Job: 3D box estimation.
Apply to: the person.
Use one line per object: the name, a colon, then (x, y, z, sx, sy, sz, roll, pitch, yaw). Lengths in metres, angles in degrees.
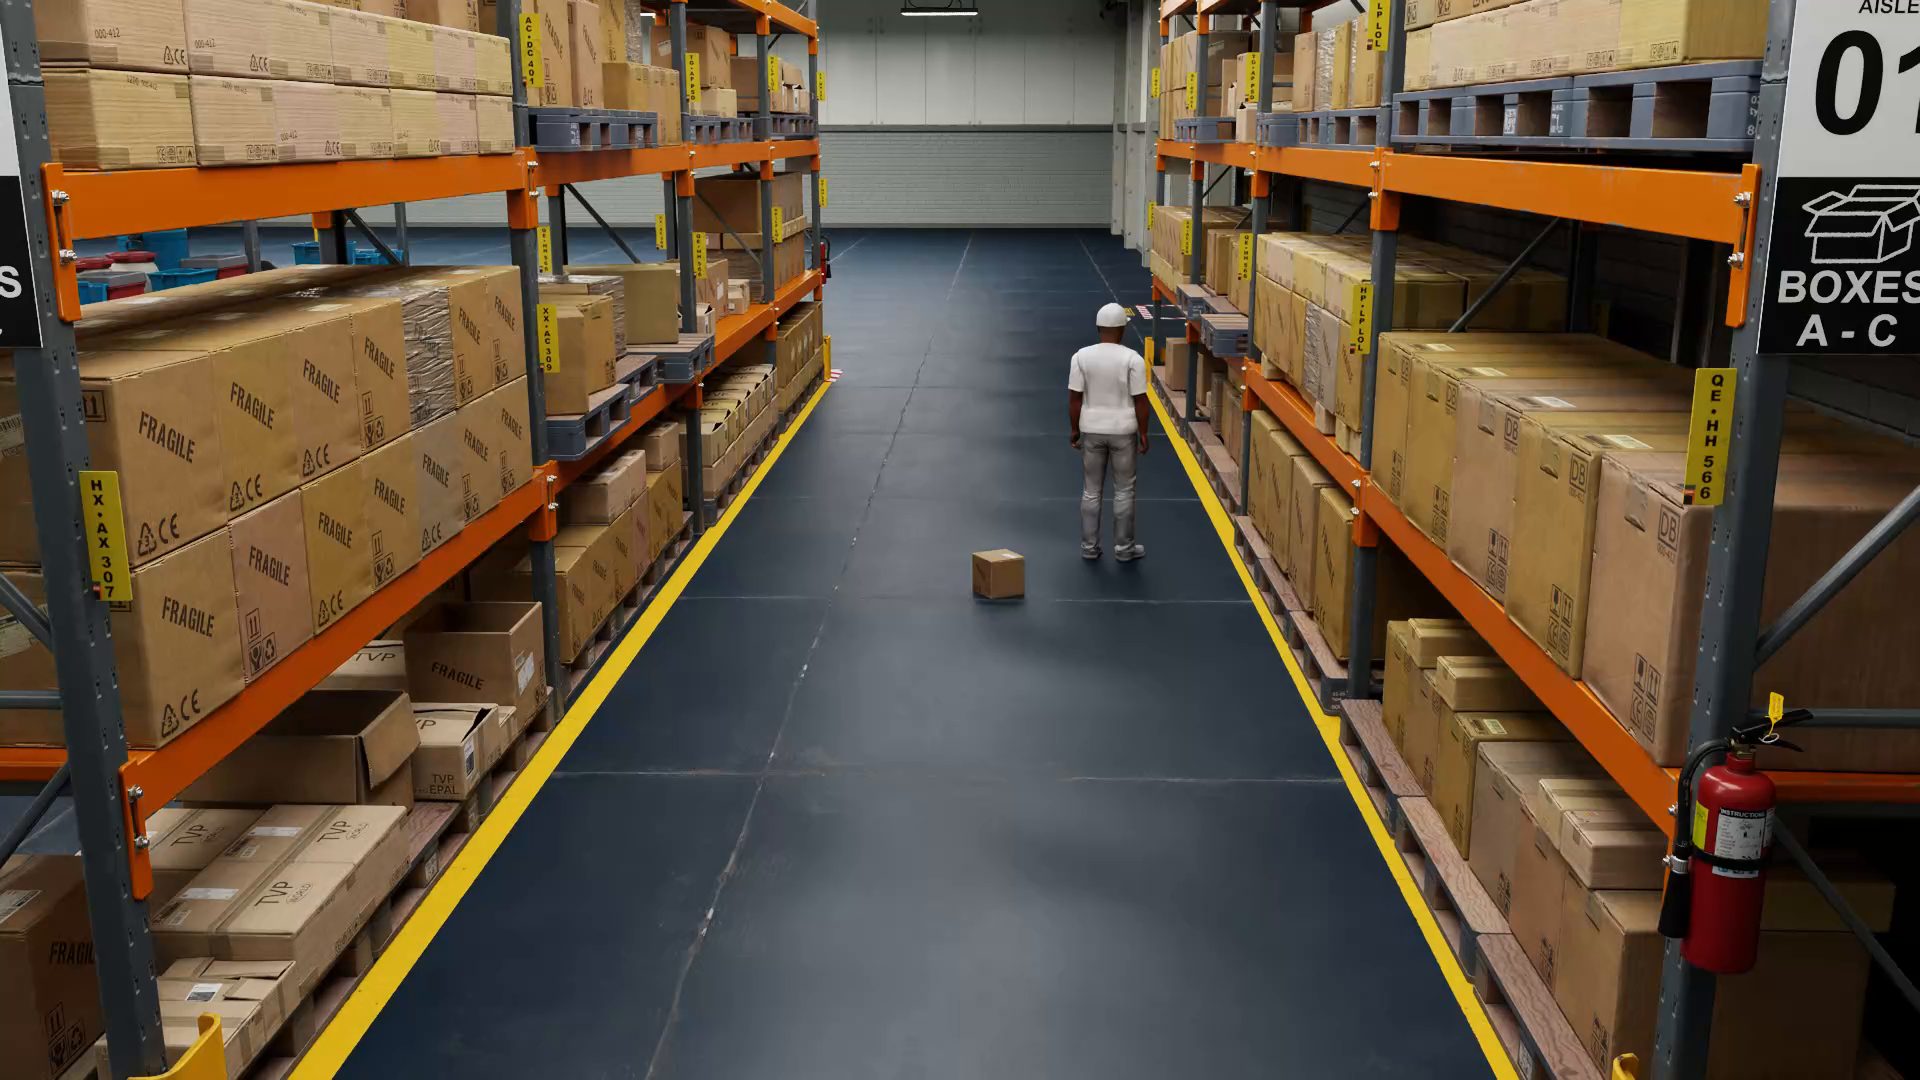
person: (1.034, -0.741, 11.451, 0.565, 1.771, 0.367, 5, 15, 20)
